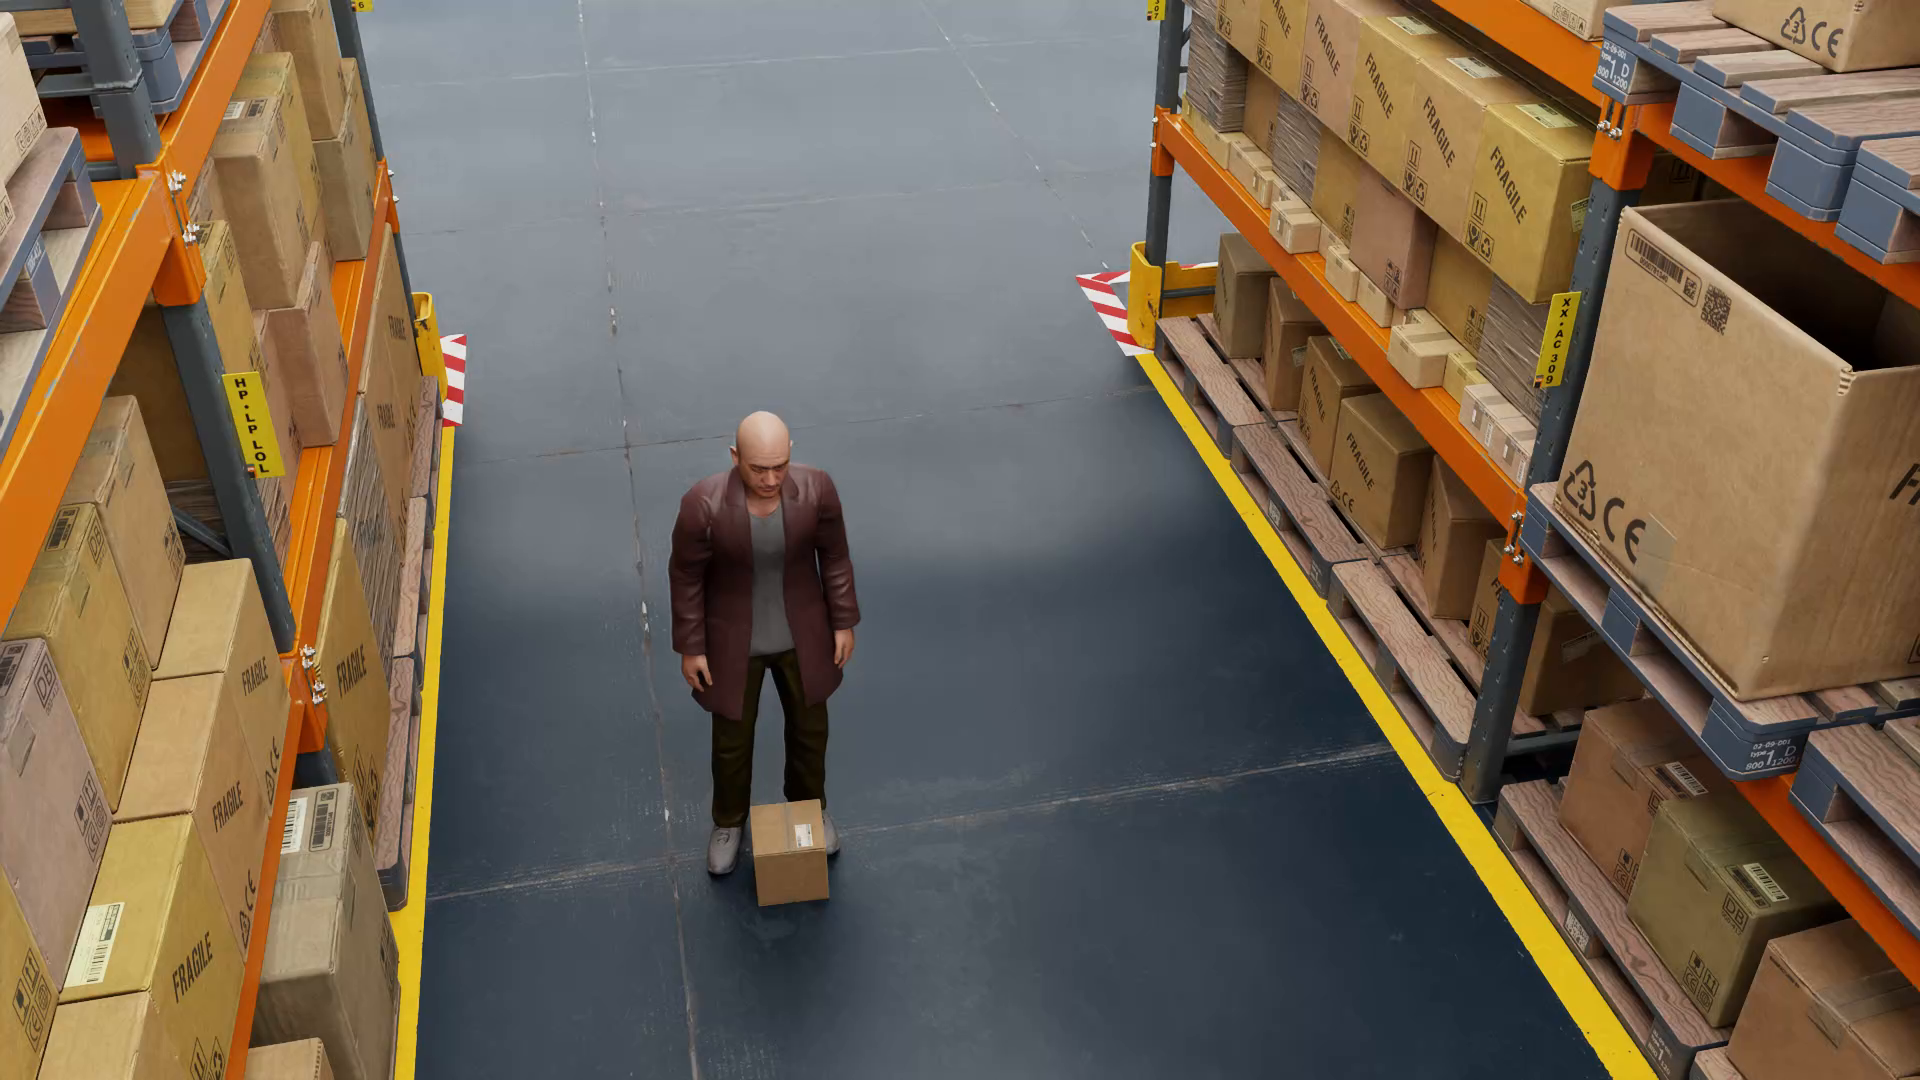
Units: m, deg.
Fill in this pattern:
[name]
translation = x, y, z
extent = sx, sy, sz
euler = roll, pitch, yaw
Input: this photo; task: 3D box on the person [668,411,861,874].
[person]
translation = -0.652, 0.387, 5.698
extent = 0.648, 1.642, 0.429
euler = -9, 35, -13
